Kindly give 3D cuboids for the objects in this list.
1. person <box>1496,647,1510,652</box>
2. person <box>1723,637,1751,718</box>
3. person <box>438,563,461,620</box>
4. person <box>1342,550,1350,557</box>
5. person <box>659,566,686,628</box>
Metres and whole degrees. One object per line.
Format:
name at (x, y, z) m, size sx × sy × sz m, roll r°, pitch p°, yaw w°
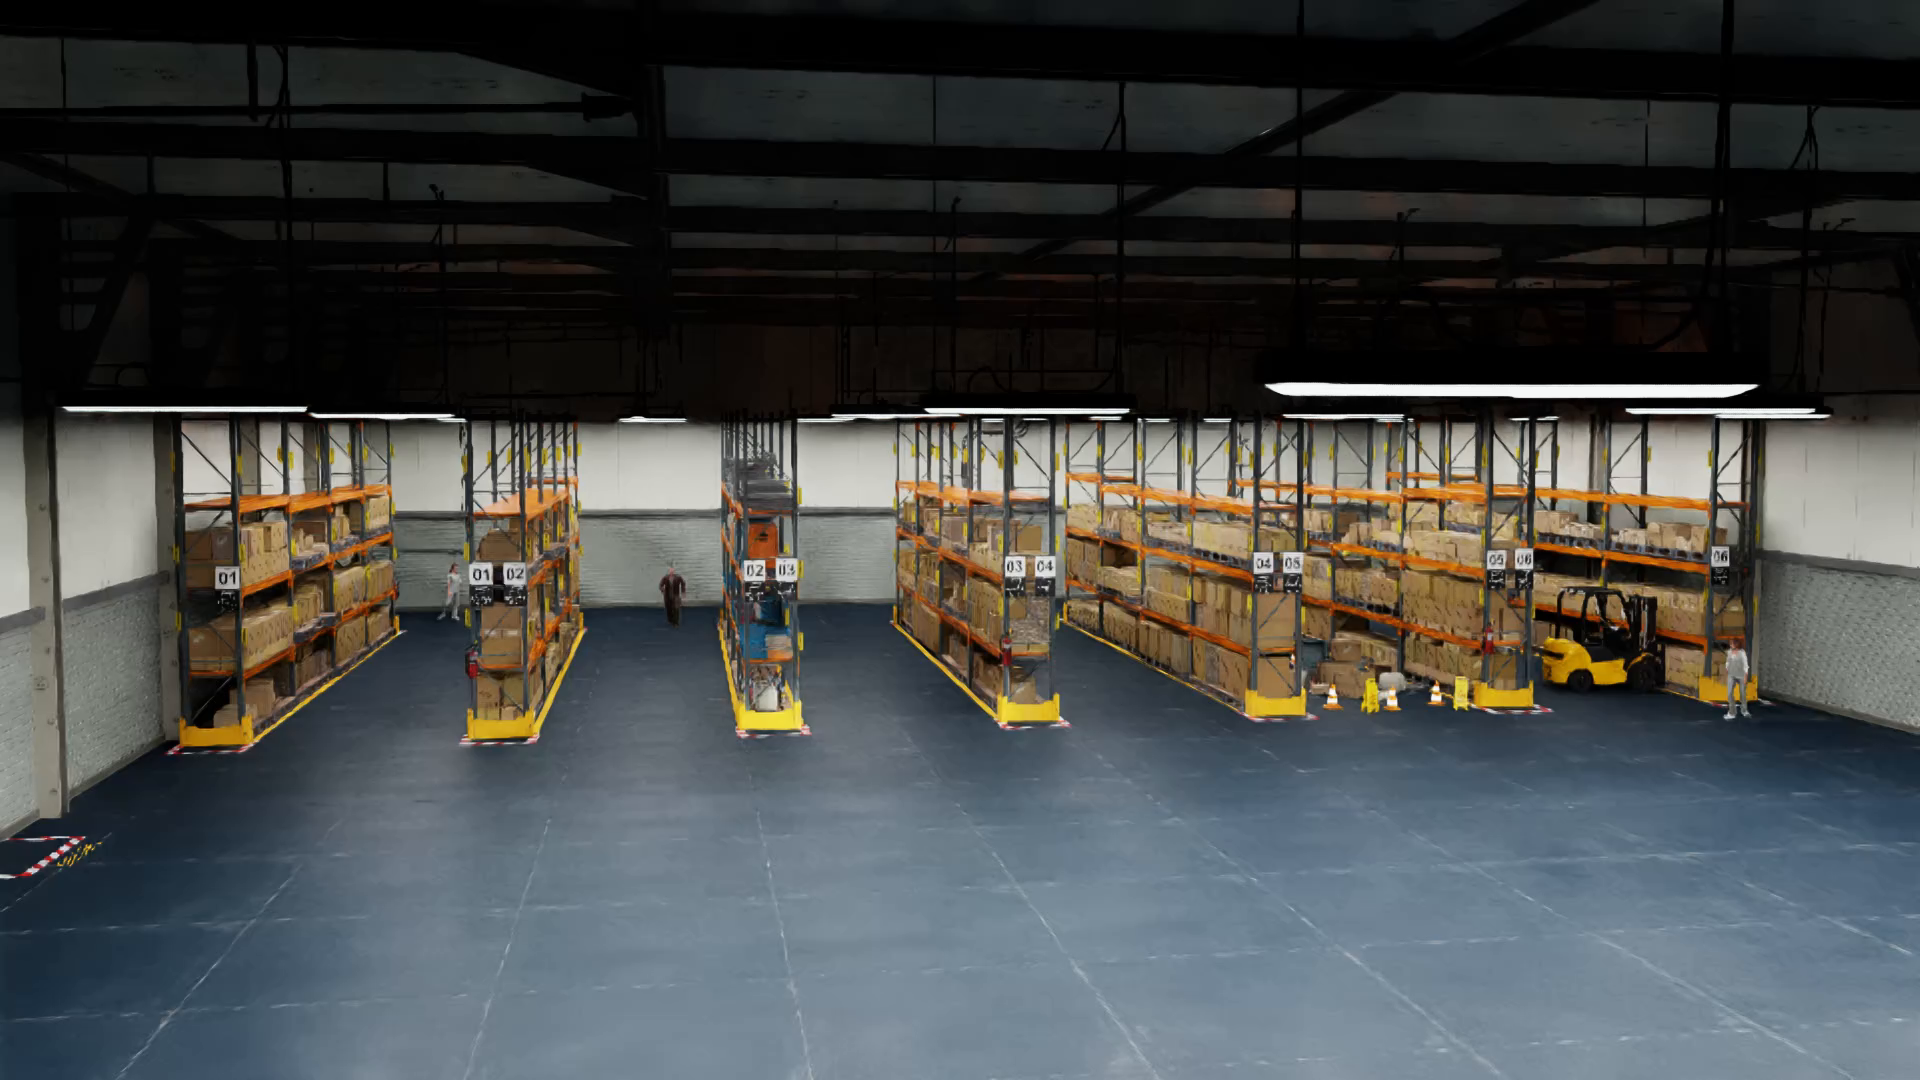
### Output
person at (12.094, 2.221, 37.254) m, size 0.550 × 1.782 × 0.636 m, roll 2°, pitch 4°, yaw 21°
person at (15.159, 2.676, 32.397) m, size 0.518 × 1.589 × 0.470 m, roll -4°, pitch 5°, yaw -42°
person at (-14.922, 1.504, 48.603) m, size 0.495 × 1.665 × 0.650 m, roll 3°, pitch 5°, yaw 39°
person at (12.328, 1.180, 52.712) m, size 0.614 × 1.762 × 0.592 m, roll -4°, pitch 5°, yaw -41°
person at (-8.119, 1.592, 46.920) m, size 0.736 × 1.717 × 0.890 m, roll 0°, pitch 4°, yaw -5°
